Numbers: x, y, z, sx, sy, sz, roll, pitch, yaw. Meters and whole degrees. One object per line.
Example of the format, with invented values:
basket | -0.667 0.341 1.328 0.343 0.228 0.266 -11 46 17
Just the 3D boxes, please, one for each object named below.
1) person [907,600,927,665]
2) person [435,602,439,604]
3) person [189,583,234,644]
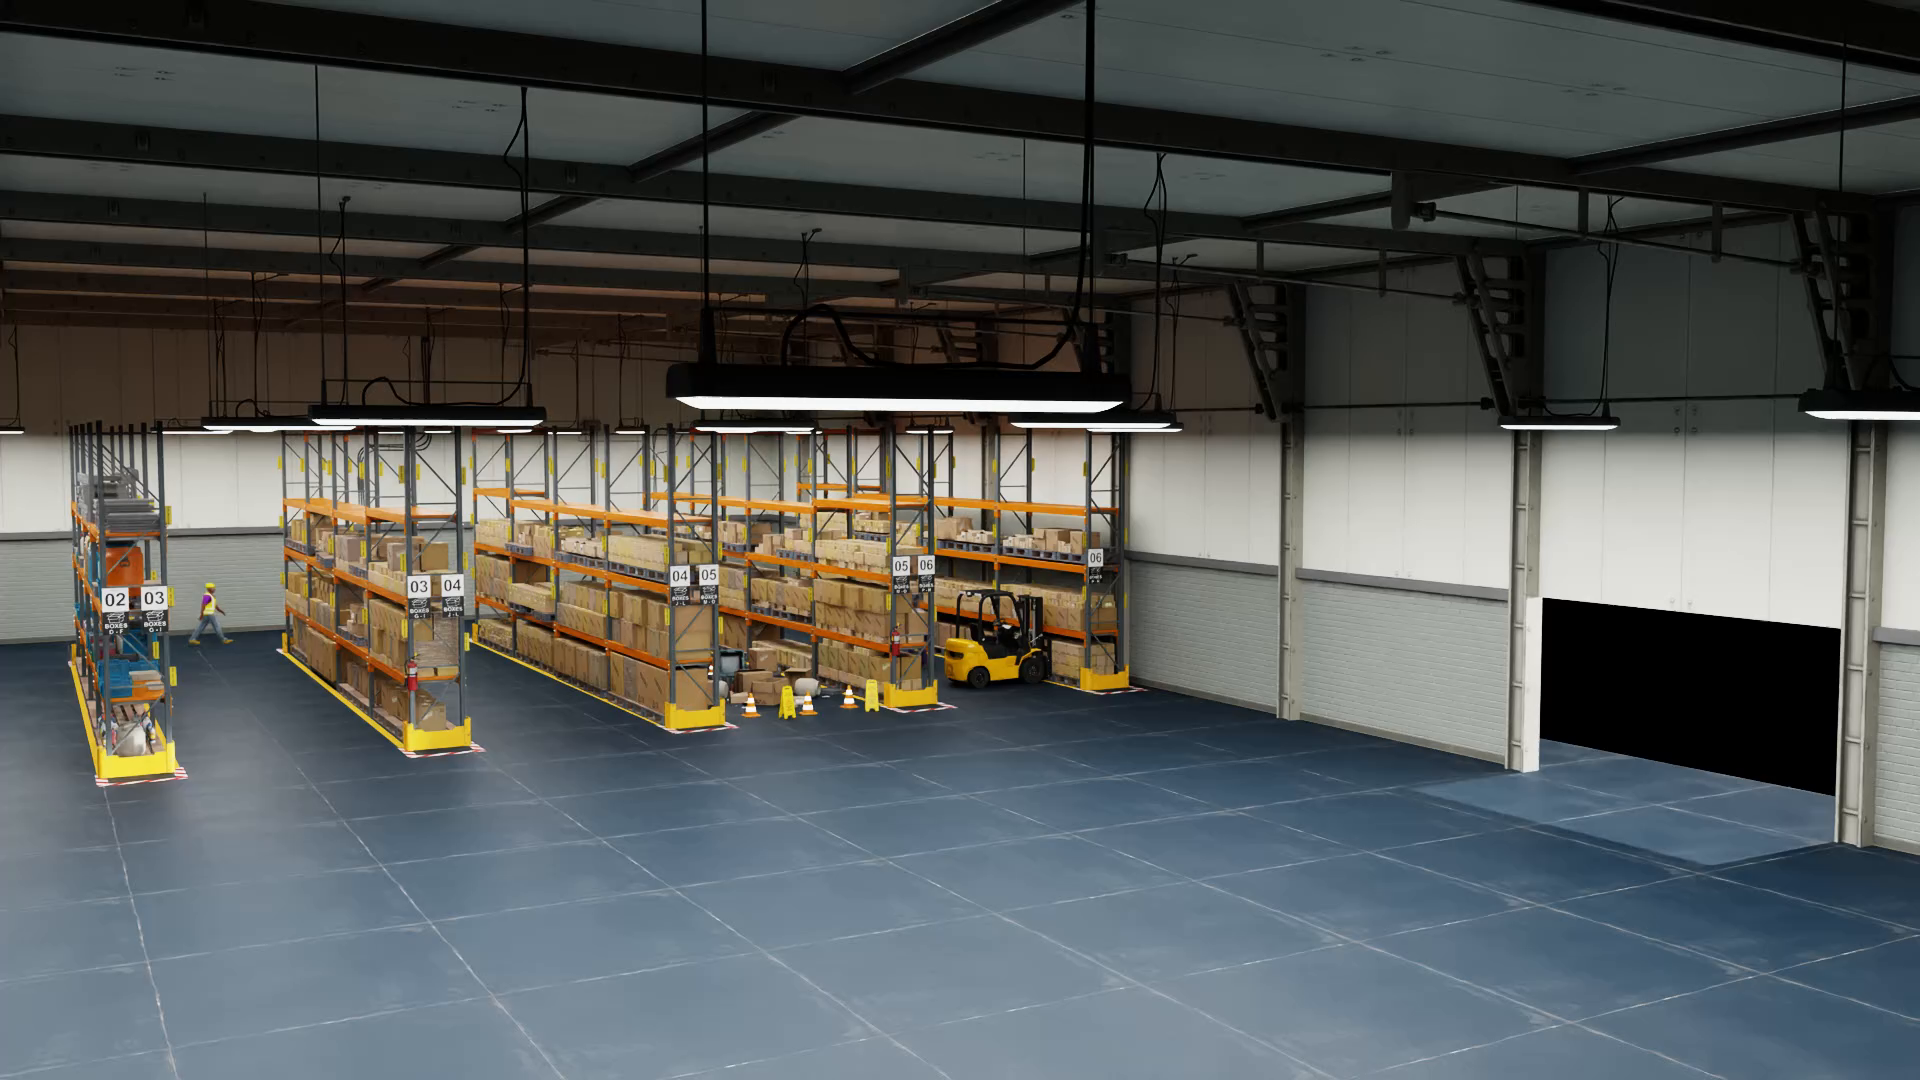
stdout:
person | -1.066 2.356 41.684 0.506 1.686 0.626 -3 5 -40
person | -15.387 1.881 48.303 0.514 1.658 1.085 -1 4 -20
person | -20.646 2.025 45.824 1.121 1.695 0.556 -2 4 -26
